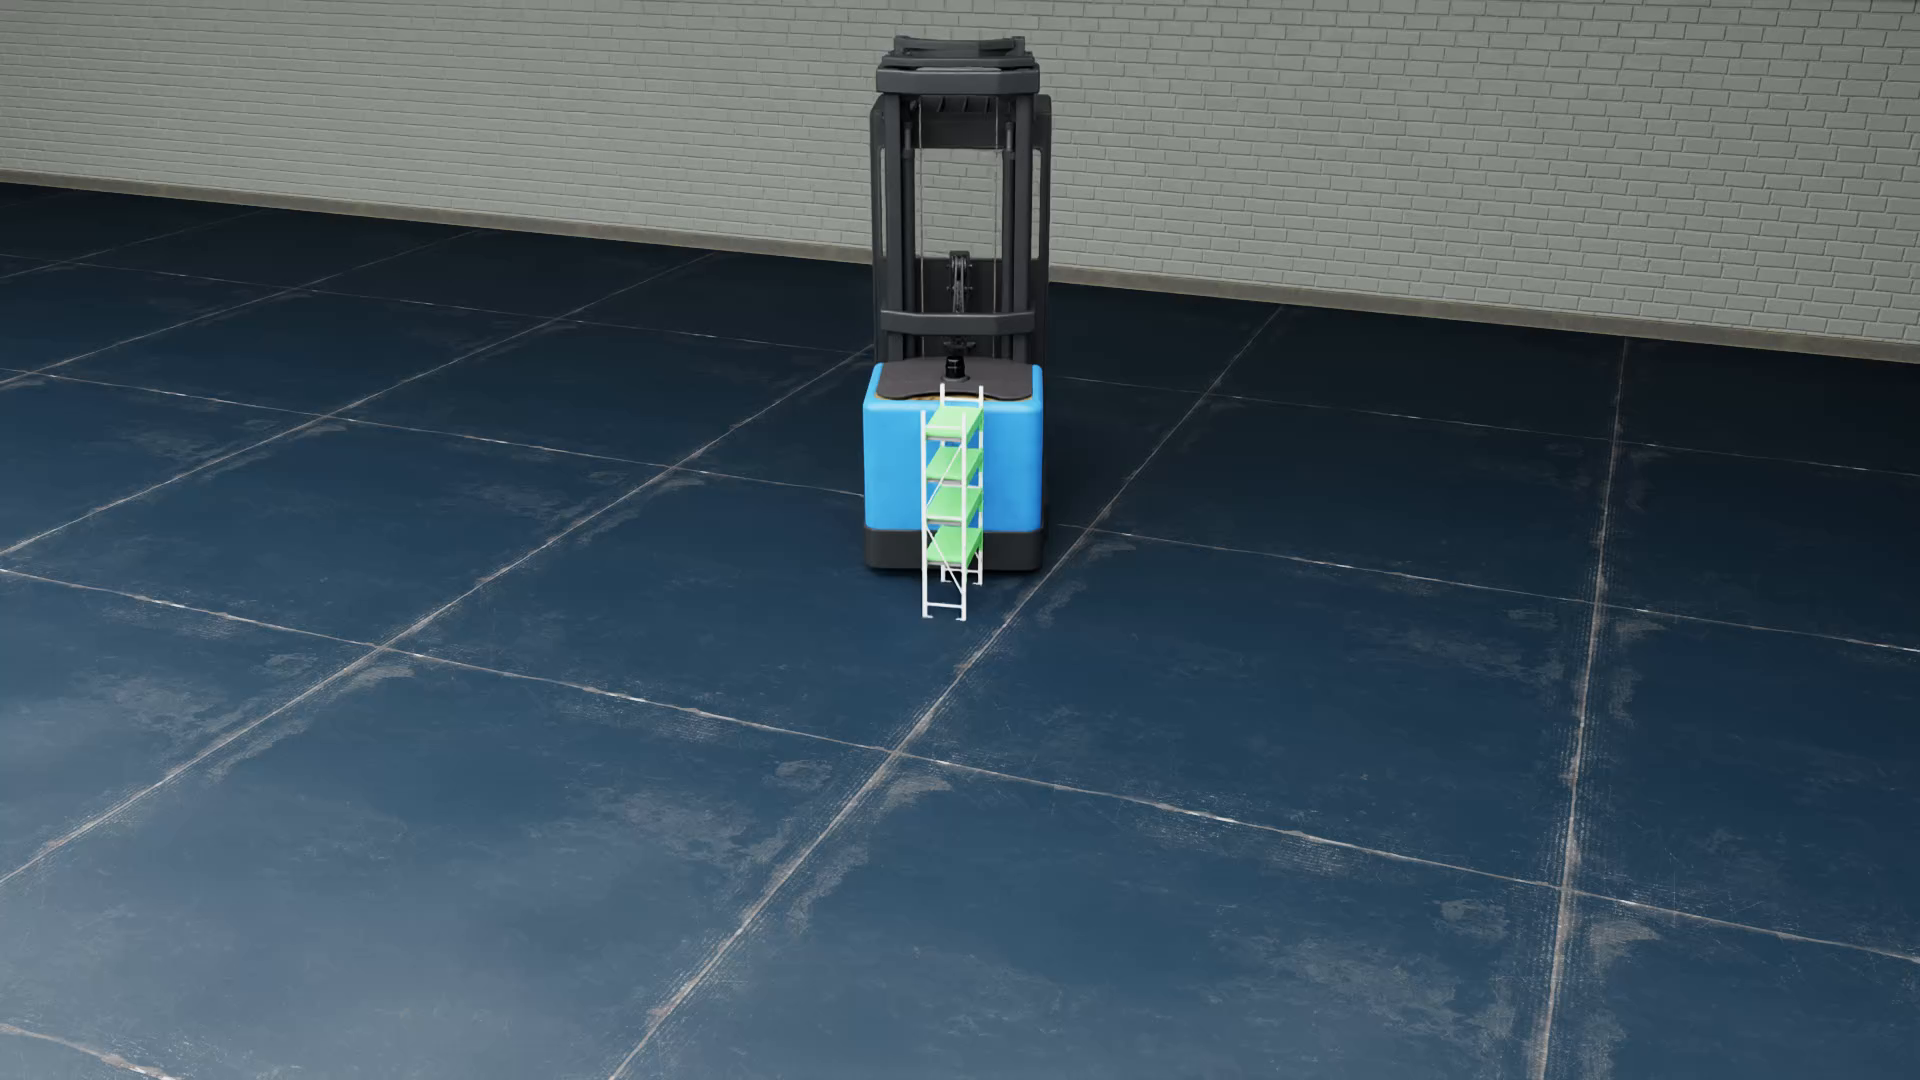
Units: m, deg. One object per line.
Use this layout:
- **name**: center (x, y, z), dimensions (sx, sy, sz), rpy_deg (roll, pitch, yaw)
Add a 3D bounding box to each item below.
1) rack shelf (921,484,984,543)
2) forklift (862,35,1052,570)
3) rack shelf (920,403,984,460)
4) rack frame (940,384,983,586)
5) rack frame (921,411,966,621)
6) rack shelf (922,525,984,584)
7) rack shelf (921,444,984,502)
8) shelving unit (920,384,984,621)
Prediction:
- **rack shelf**: center (-0.038, -0.150, 9.219), dimensions (0.258, 0.148, 0.480), rpy_deg (4, 23, 10)
- **forklift**: center (0.014, -1.698, 10.513), dimensions (1.130, 2.935, 3.031), rpy_deg (1, 23, 2)
- **rack shelf**: center (-0.038, -0.593, 9.034), dimensions (0.258, 0.148, 0.480), rpy_deg (4, 23, 10)
- **rack frame**: center (0.010, -0.302, 9.415), dimensions (0.240, 1.200, 0.015), rpy_deg (4, 23, 10)
- **rack frame**: center (-0.085, -0.117, 8.974), dimensions (0.240, 1.200, 0.015), rpy_deg (4, 23, 10)
- **rack shelf**: center (-0.038, 0.071, 9.312), dimensions (0.258, 0.148, 0.480), rpy_deg (4, 23, 10)
- **rack shelf**: center (-0.038, -0.372, 9.127), dimensions (0.258, 0.148, 0.480), rpy_deg (4, 23, 10)
- **shelving unit**: center (-0.038, -0.209, 9.194), dimensions (0.258, 1.200, 0.503), rpy_deg (4, 23, 10)
